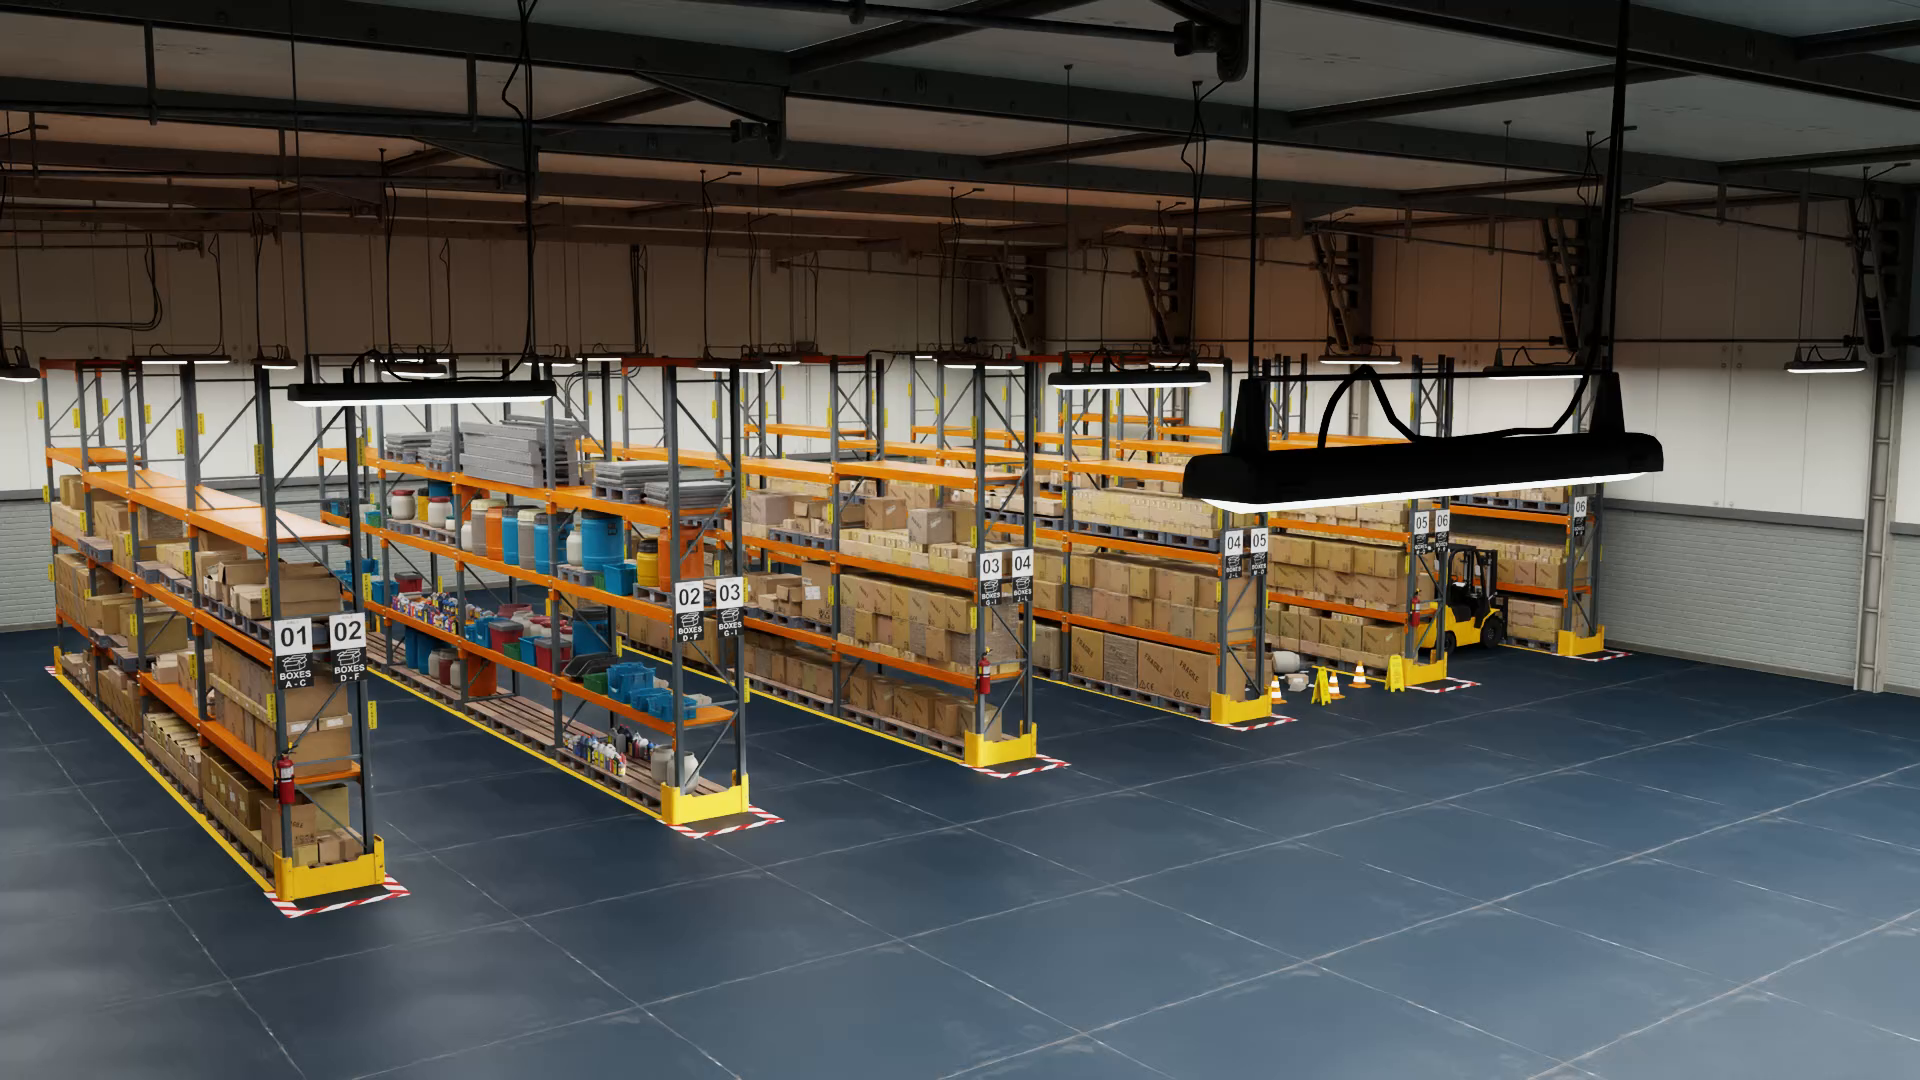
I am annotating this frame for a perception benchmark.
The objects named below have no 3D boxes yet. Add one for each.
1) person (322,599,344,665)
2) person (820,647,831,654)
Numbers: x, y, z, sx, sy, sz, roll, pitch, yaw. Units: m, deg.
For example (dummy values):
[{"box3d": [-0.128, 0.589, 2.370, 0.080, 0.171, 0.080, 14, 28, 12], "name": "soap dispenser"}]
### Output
[{"box3d": [-11.891, 1.685, 31.281, 0.595, 1.794, 0.483, 0, 7, 1], "name": "person"}, {"box3d": [-2.565, 1.491, 33.093, 0.587, 1.707, 1.084, -5, 8, -34], "name": "person"}]
